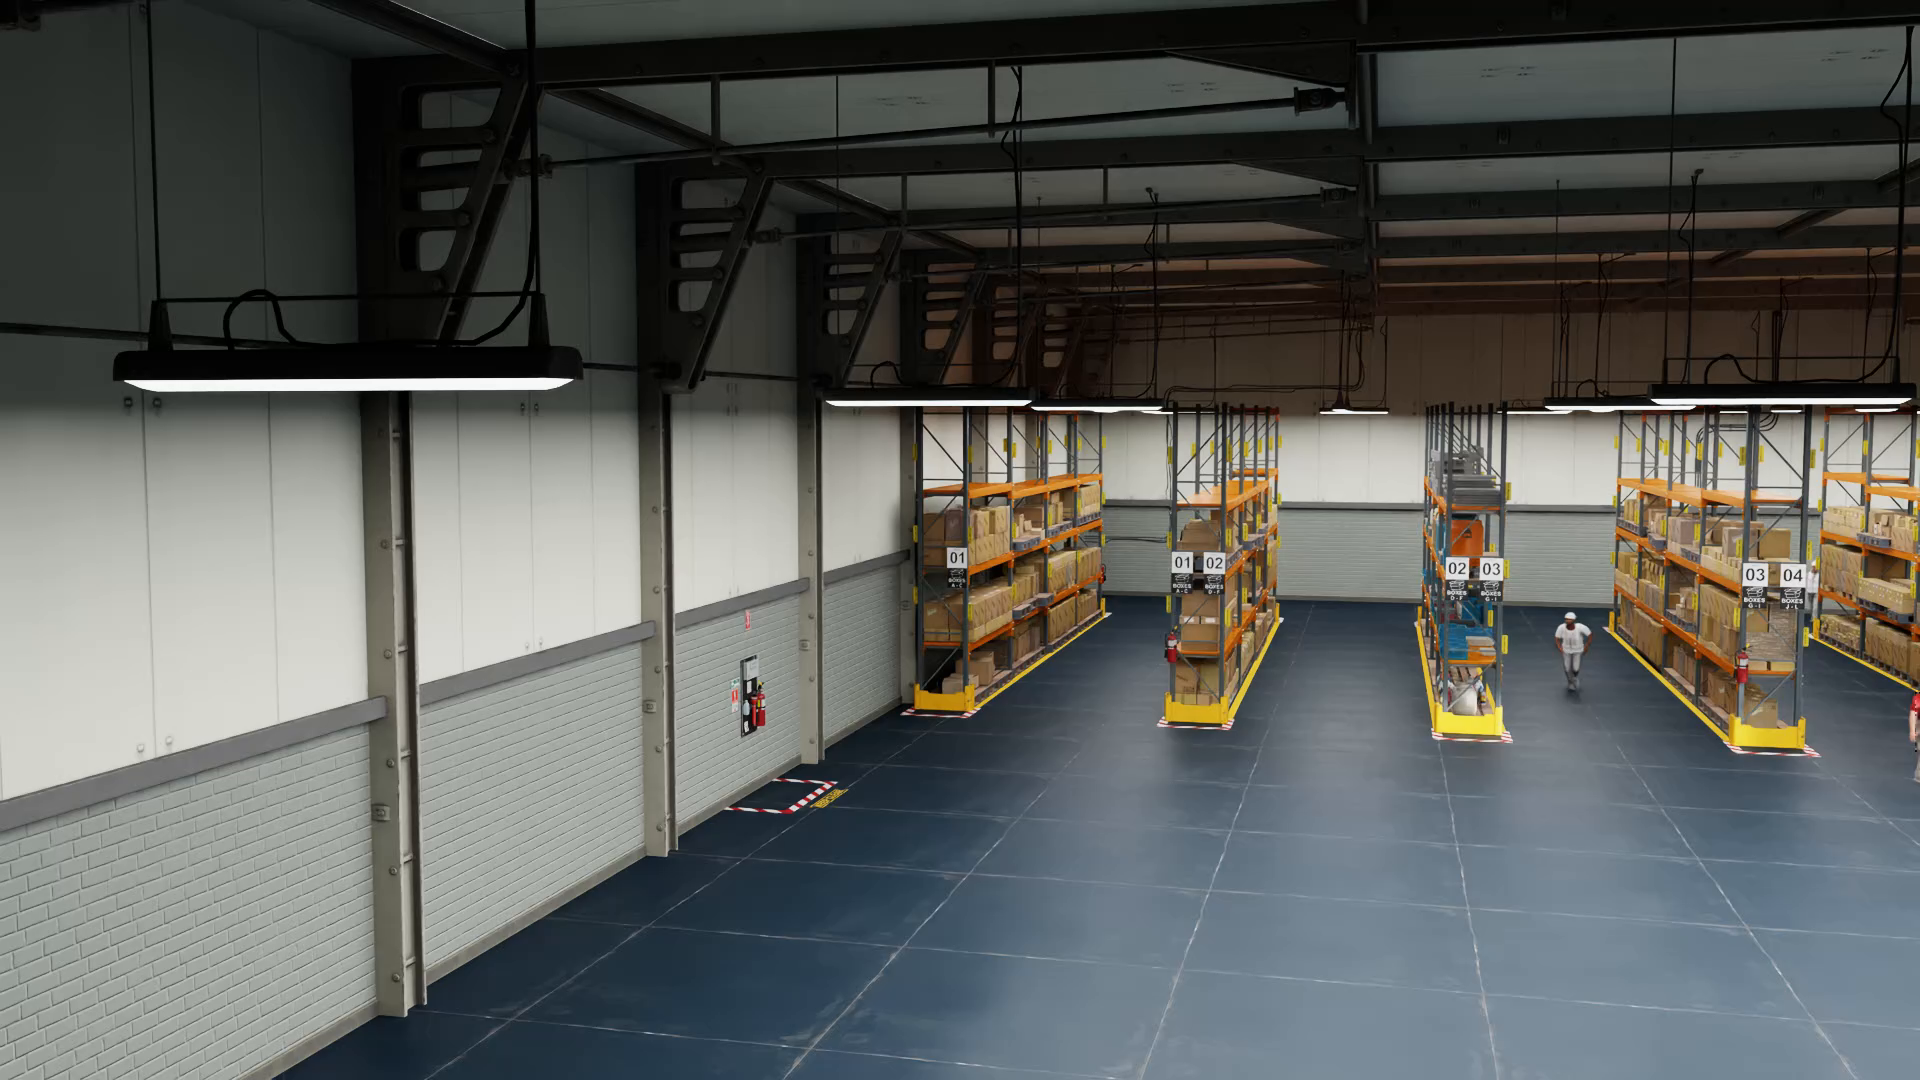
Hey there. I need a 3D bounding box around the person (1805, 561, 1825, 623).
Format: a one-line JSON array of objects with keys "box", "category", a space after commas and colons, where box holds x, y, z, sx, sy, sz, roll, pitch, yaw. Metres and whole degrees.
[{"box": [23.830, 1.430, 46.331, 1.088, 1.723, 0.568, -4, 6, -45], "category": "person"}]

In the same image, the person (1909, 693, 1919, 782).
[{"box": [14.972, 2.977, 25.618, 0.582, 1.745, 0.686, -1, 4, -11], "category": "person"}]

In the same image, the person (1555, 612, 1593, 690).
[{"box": [12.831, 2.324, 34.771, 0.754, 1.665, 0.687, 2, 5, 25], "category": "person"}]
